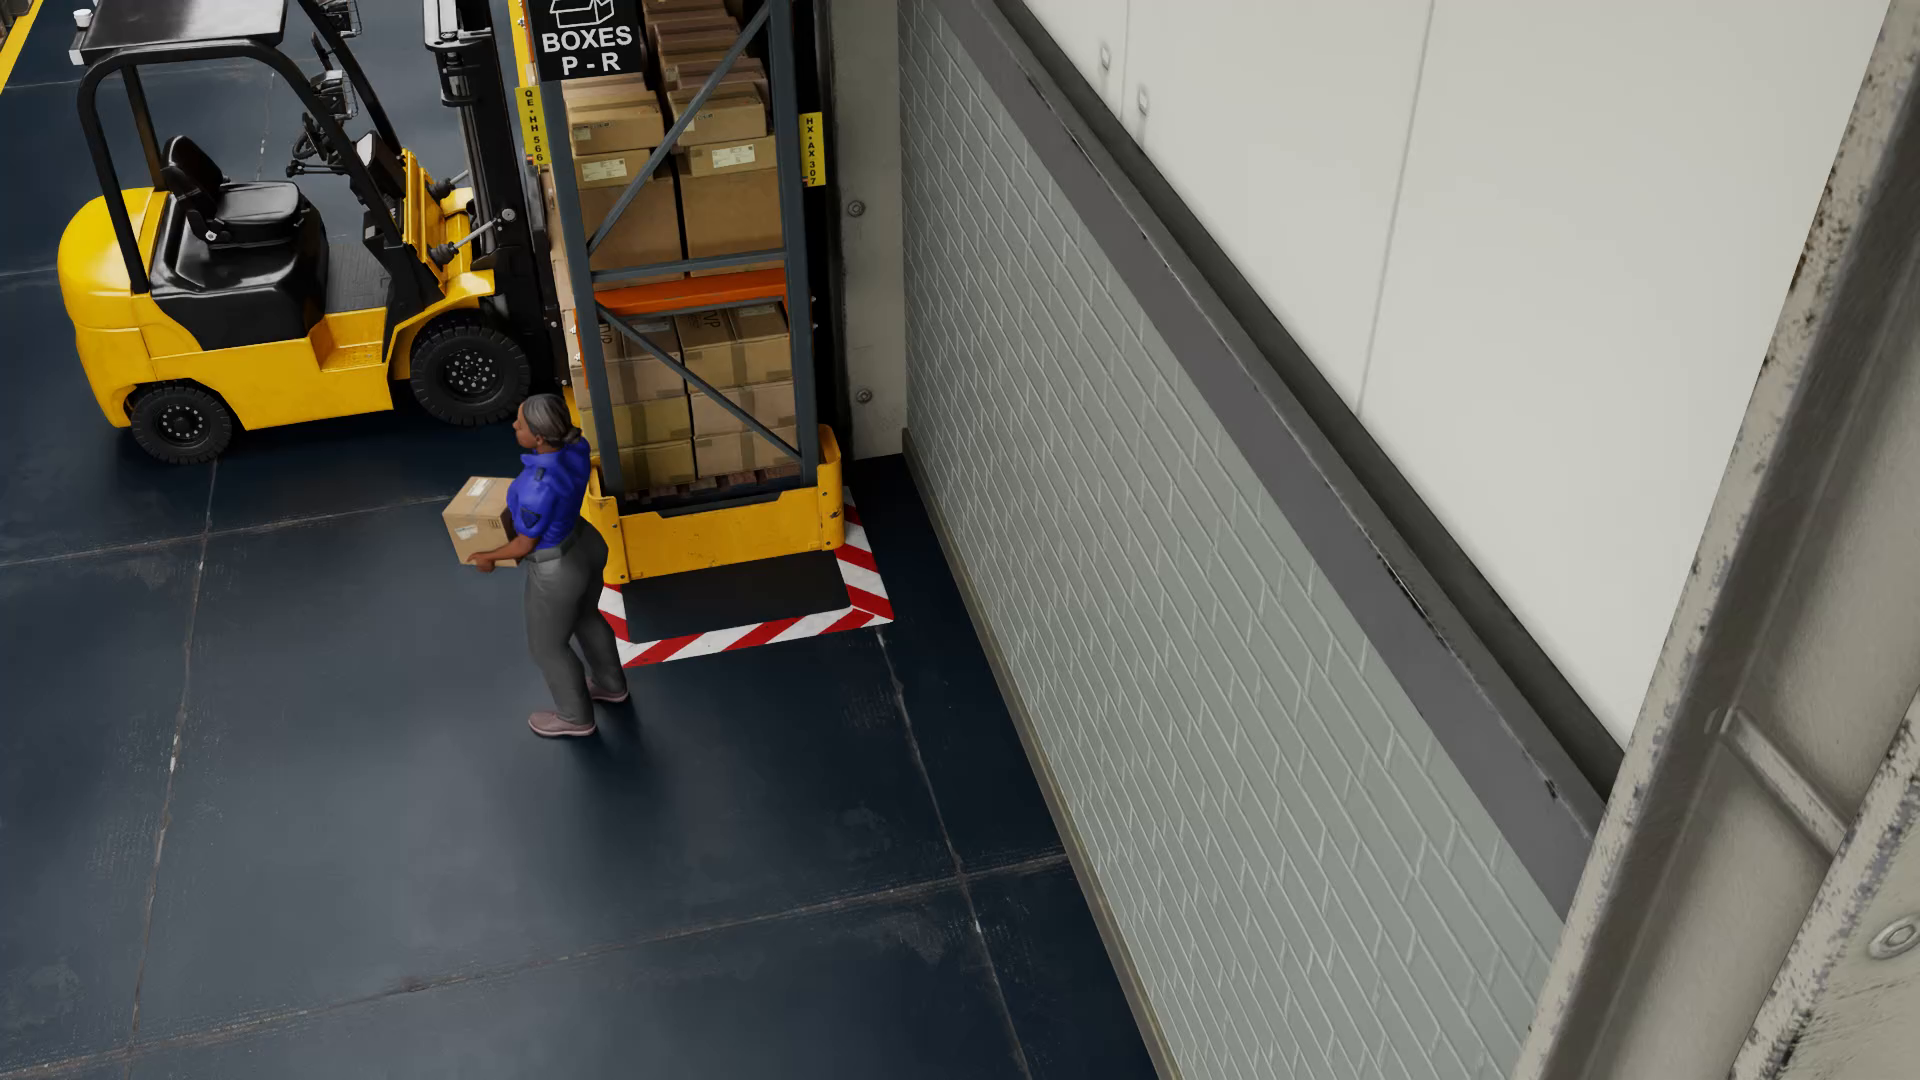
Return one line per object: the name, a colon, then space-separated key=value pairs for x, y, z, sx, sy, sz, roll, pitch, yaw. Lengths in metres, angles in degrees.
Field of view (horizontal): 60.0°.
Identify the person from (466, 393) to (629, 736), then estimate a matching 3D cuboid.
person: x=-1.652 y=0.092 z=6.610 sx=0.516 sy=1.648 sz=0.451 roll=8 pitch=39 yaw=11
